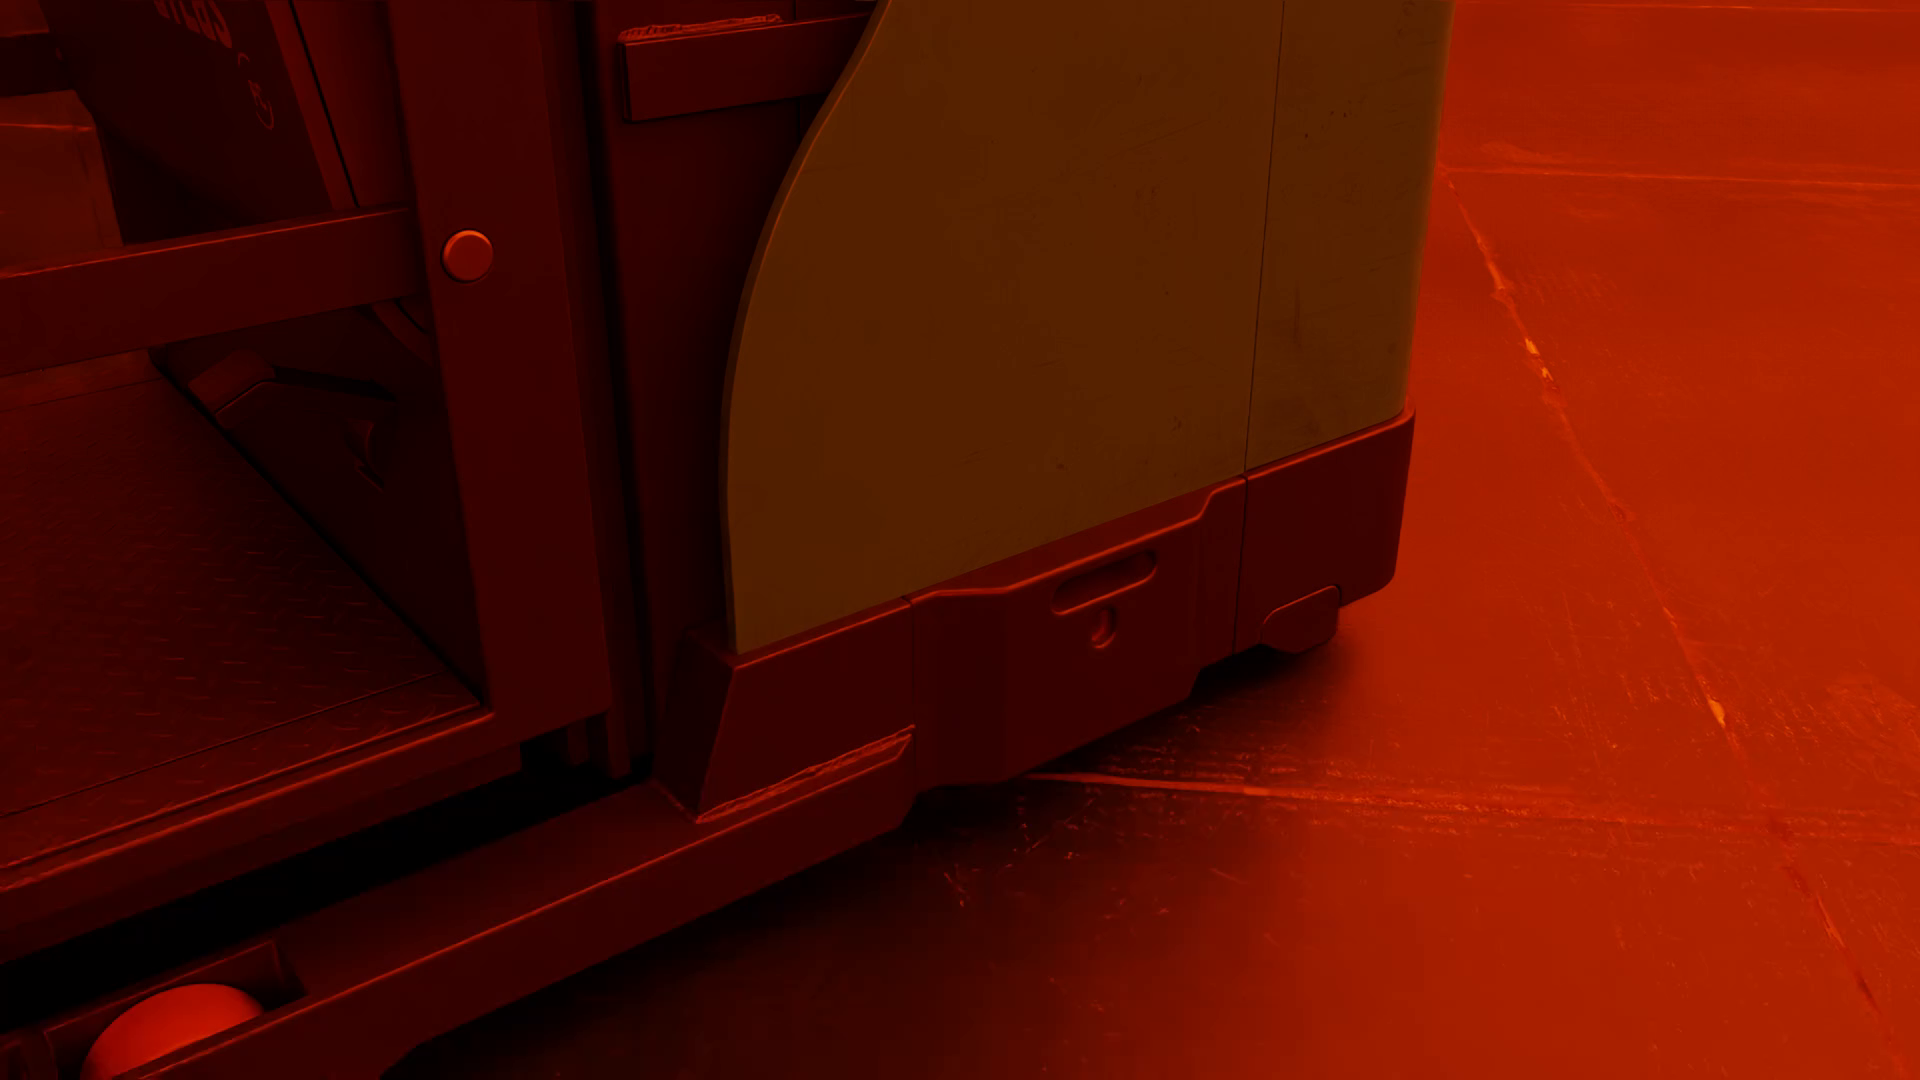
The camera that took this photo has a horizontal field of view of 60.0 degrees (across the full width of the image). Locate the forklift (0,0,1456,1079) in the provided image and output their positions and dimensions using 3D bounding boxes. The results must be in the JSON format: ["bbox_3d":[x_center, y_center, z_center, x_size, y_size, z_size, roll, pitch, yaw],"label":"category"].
[{"bbox_3d":[-0.883,-0.979,1.179,3.031,2.935,1.130,-19,32,-33],"label":"forklift"}]
